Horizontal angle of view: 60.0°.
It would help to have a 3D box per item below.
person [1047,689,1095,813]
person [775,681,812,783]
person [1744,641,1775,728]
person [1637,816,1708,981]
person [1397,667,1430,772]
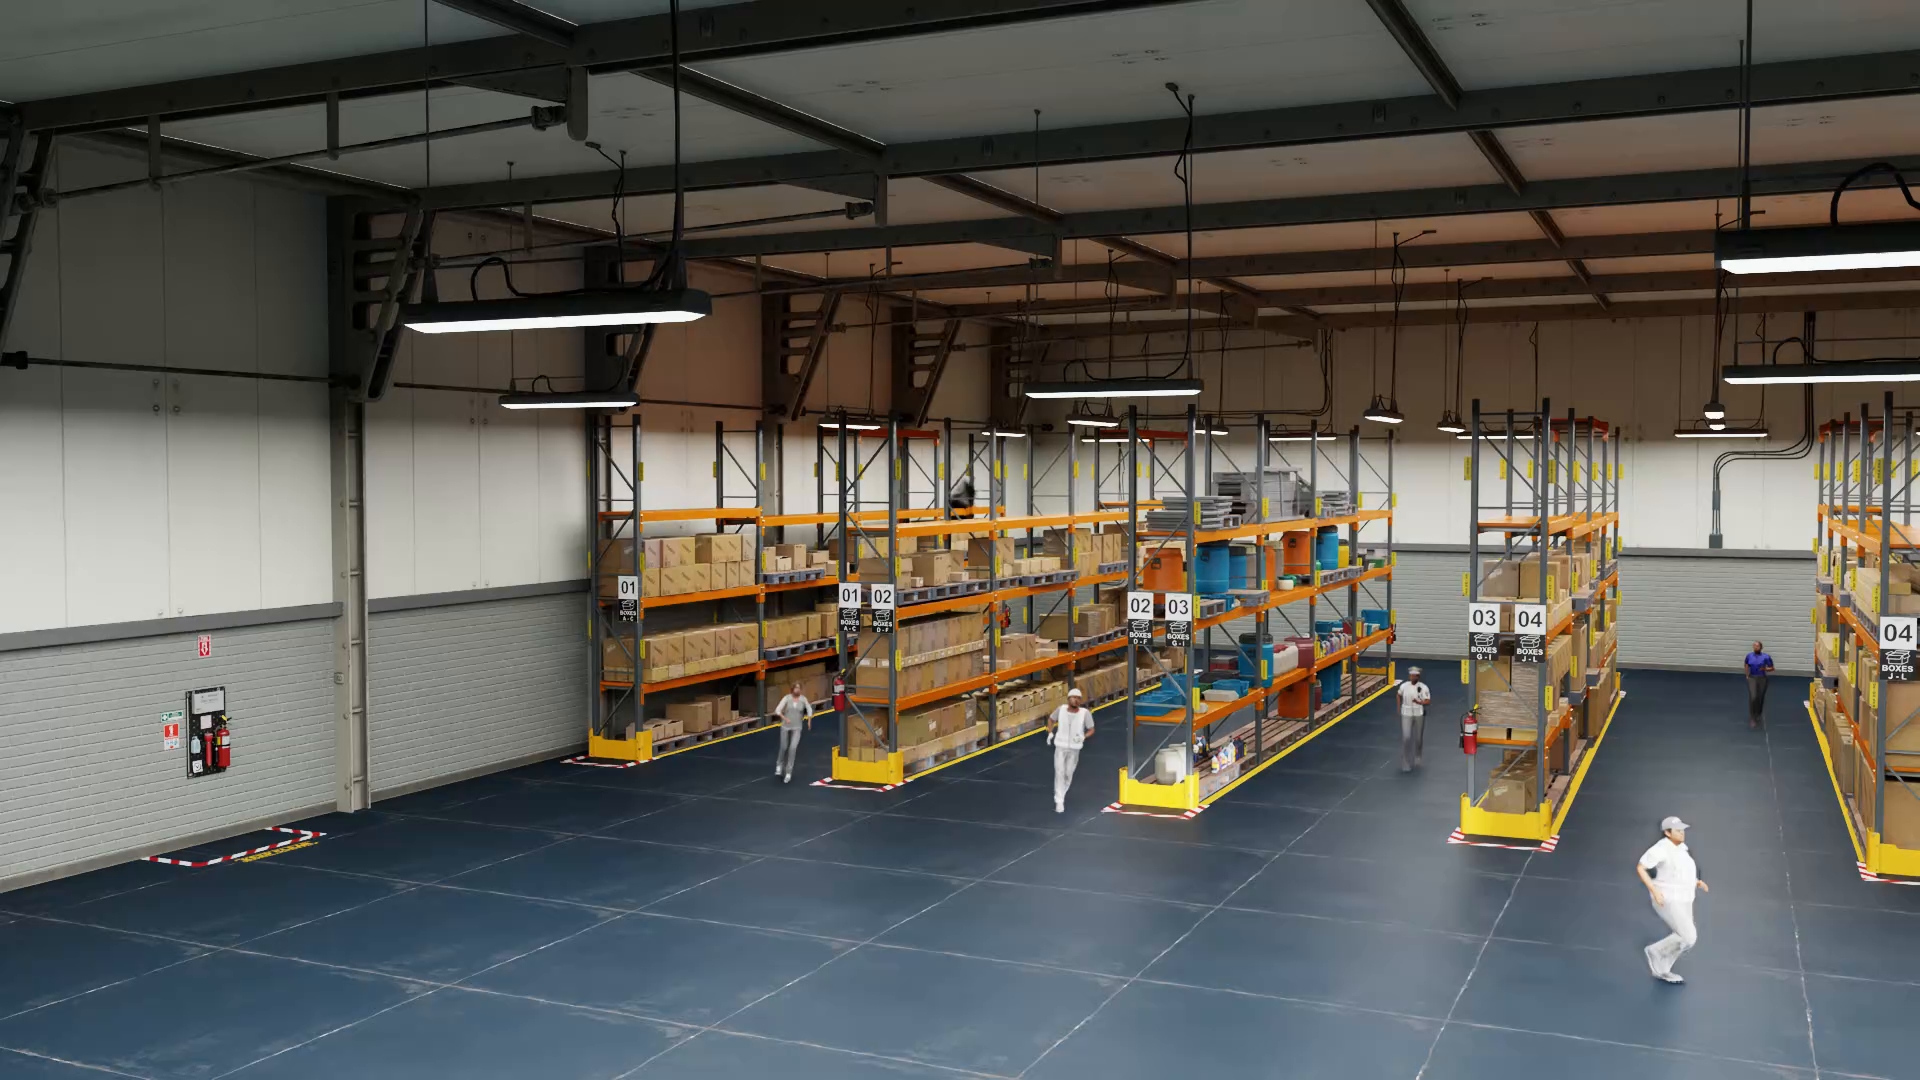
[{"bbox_3d":[1.647,3.099,24.779,0.710,1.779,0.858,0,2,1],"label":"person"},{"bbox_3d":[-2.692,3.077,26.954,0.602,1.584,0.829,0,2,-7],"label":"person"},{"bbox_3d":[15.757,2.841,32.790,0.556,1.687,0.828,1,3,28],"label":"person"},{"bbox_3d":[7.003,3.516,16.227,0.606,1.620,0.556,-2,3,-38],"label":"person"},{"bbox_3d":[7.634,2.996,28.005,0.555,1.748,0.784,1,2,17],"label":"person"}]
